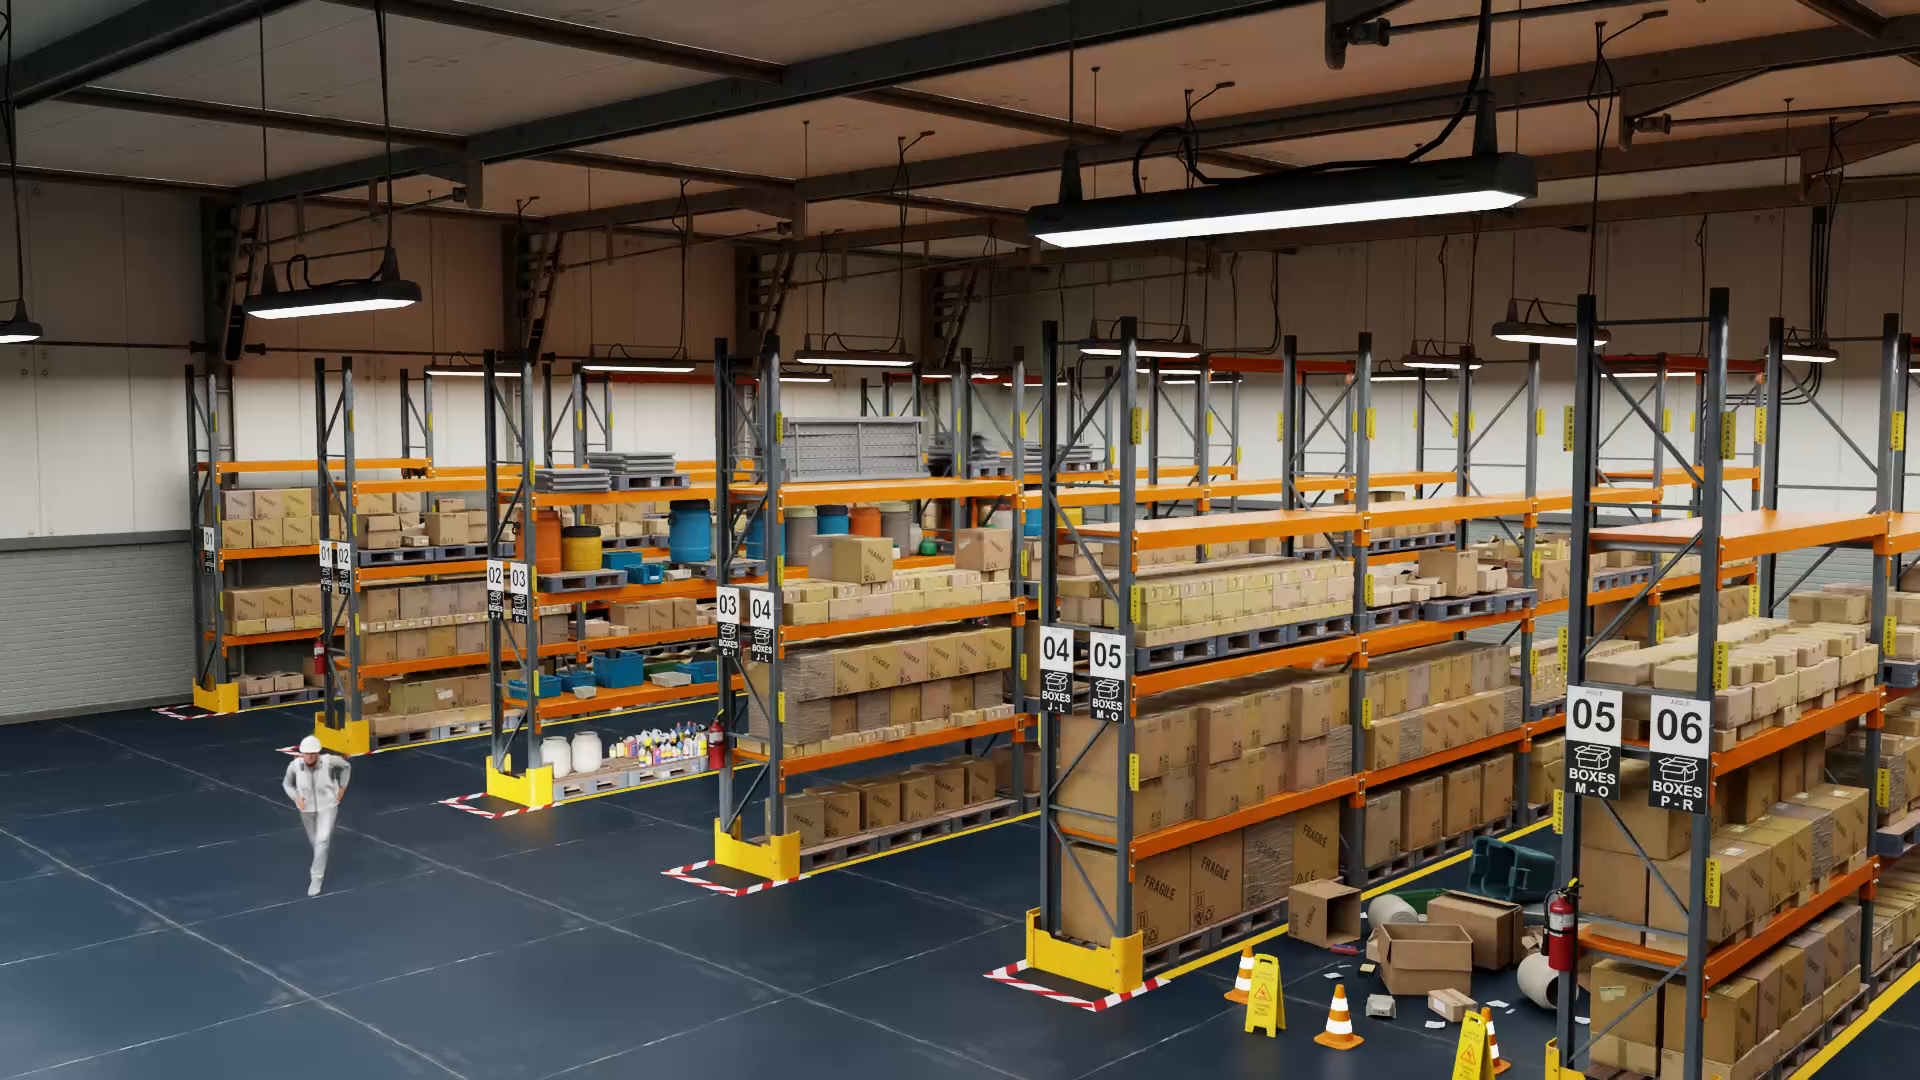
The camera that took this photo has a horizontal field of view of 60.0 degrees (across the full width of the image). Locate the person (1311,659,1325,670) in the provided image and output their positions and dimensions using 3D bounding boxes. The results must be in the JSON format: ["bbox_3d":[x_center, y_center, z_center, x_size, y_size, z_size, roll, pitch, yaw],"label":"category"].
[{"bbox_3d":[5.171,2.504,23.832,0.652,1.686,0.675,-4,6,-42],"label":"person"}]

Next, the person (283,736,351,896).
[{"bbox_3d":[-7.030,2.943,18.227,0.697,1.731,1.045,-1,5,-16],"label":"person"}]
